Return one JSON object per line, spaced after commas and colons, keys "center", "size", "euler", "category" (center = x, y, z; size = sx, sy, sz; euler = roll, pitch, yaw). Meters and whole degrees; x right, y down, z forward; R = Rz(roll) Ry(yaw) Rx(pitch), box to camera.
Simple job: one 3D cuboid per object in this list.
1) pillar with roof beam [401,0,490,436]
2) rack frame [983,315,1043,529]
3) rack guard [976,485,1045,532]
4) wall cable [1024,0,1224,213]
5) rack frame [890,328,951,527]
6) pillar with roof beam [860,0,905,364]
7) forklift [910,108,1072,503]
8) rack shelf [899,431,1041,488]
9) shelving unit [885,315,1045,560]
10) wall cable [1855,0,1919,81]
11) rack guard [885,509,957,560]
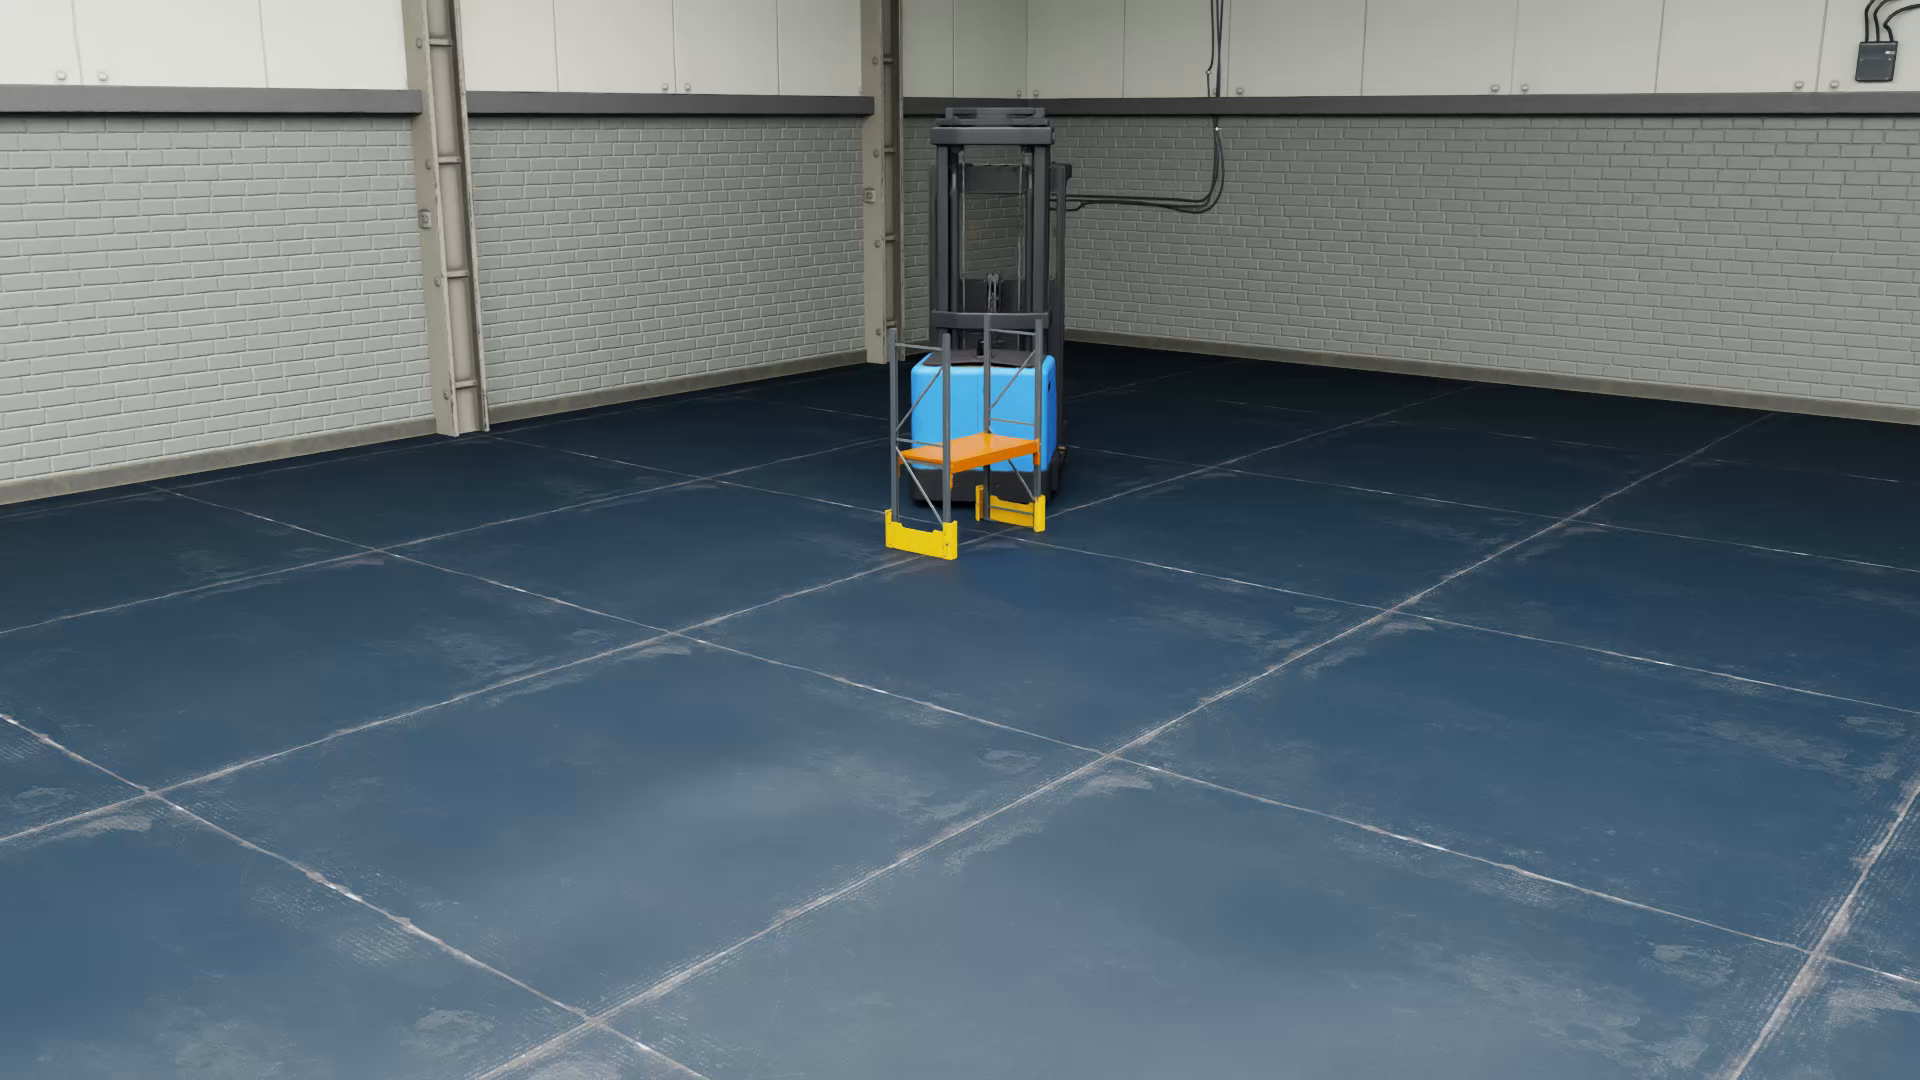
{"center": [-1.328, -4.715, 11.905], "size": [9.100, 9.000, 0.400], "euler": [11, 18, 38], "category": "pillar with roof beam"}
{"center": [0.373, -0.841, 11.886], "size": [0.500, 1.500, 0.032], "euler": [11, 18, 38], "category": "rack frame"}
{"center": [0.361, -0.231, 12.025], "size": [0.587, 0.250, 0.087], "euler": [11, 18, 38], "category": "rack guard"}
{"center": [1.974, -5.384, 20.849], "size": [3.097, 2.526, 0.112], "euler": [11, 18, 38], "category": "wall cable"}
{"center": [-0.266, -0.646, 11.119], "size": [0.500, 1.500, 0.032], "euler": [11, 18, 38], "category": "rack frame"}
{"center": [2.443, -5.864, 16.428], "size": [9.100, 9.000, 0.400], "euler": [11, 18, 38], "category": "pillar with roof beam"}
{"center": [0.325, -2.005, 13.564], "size": [1.130, 2.935, 3.031], "euler": [2, 14, 7], "category": "forklift"}
{"center": [0.054, -0.569, 11.547], "size": [0.538, 0.185, 1.000], "euler": [11, 18, 38], "category": "rack shelf"}
{"center": [0.048, -0.742, 11.496], "size": [0.587, 1.500, 1.083], "euler": [11, 18, 38], "category": "shelving unit"}
{"center": [9.348, -7.066, 14.253], "size": [2.305, 6.003, 0.169], "euler": [11, 18, 38], "category": "wall cable"}
{"center": [-0.265, -0.040, 11.274], "size": [0.587, 0.250, 0.087], "euler": [11, 18, 38], "category": "rack guard"}
